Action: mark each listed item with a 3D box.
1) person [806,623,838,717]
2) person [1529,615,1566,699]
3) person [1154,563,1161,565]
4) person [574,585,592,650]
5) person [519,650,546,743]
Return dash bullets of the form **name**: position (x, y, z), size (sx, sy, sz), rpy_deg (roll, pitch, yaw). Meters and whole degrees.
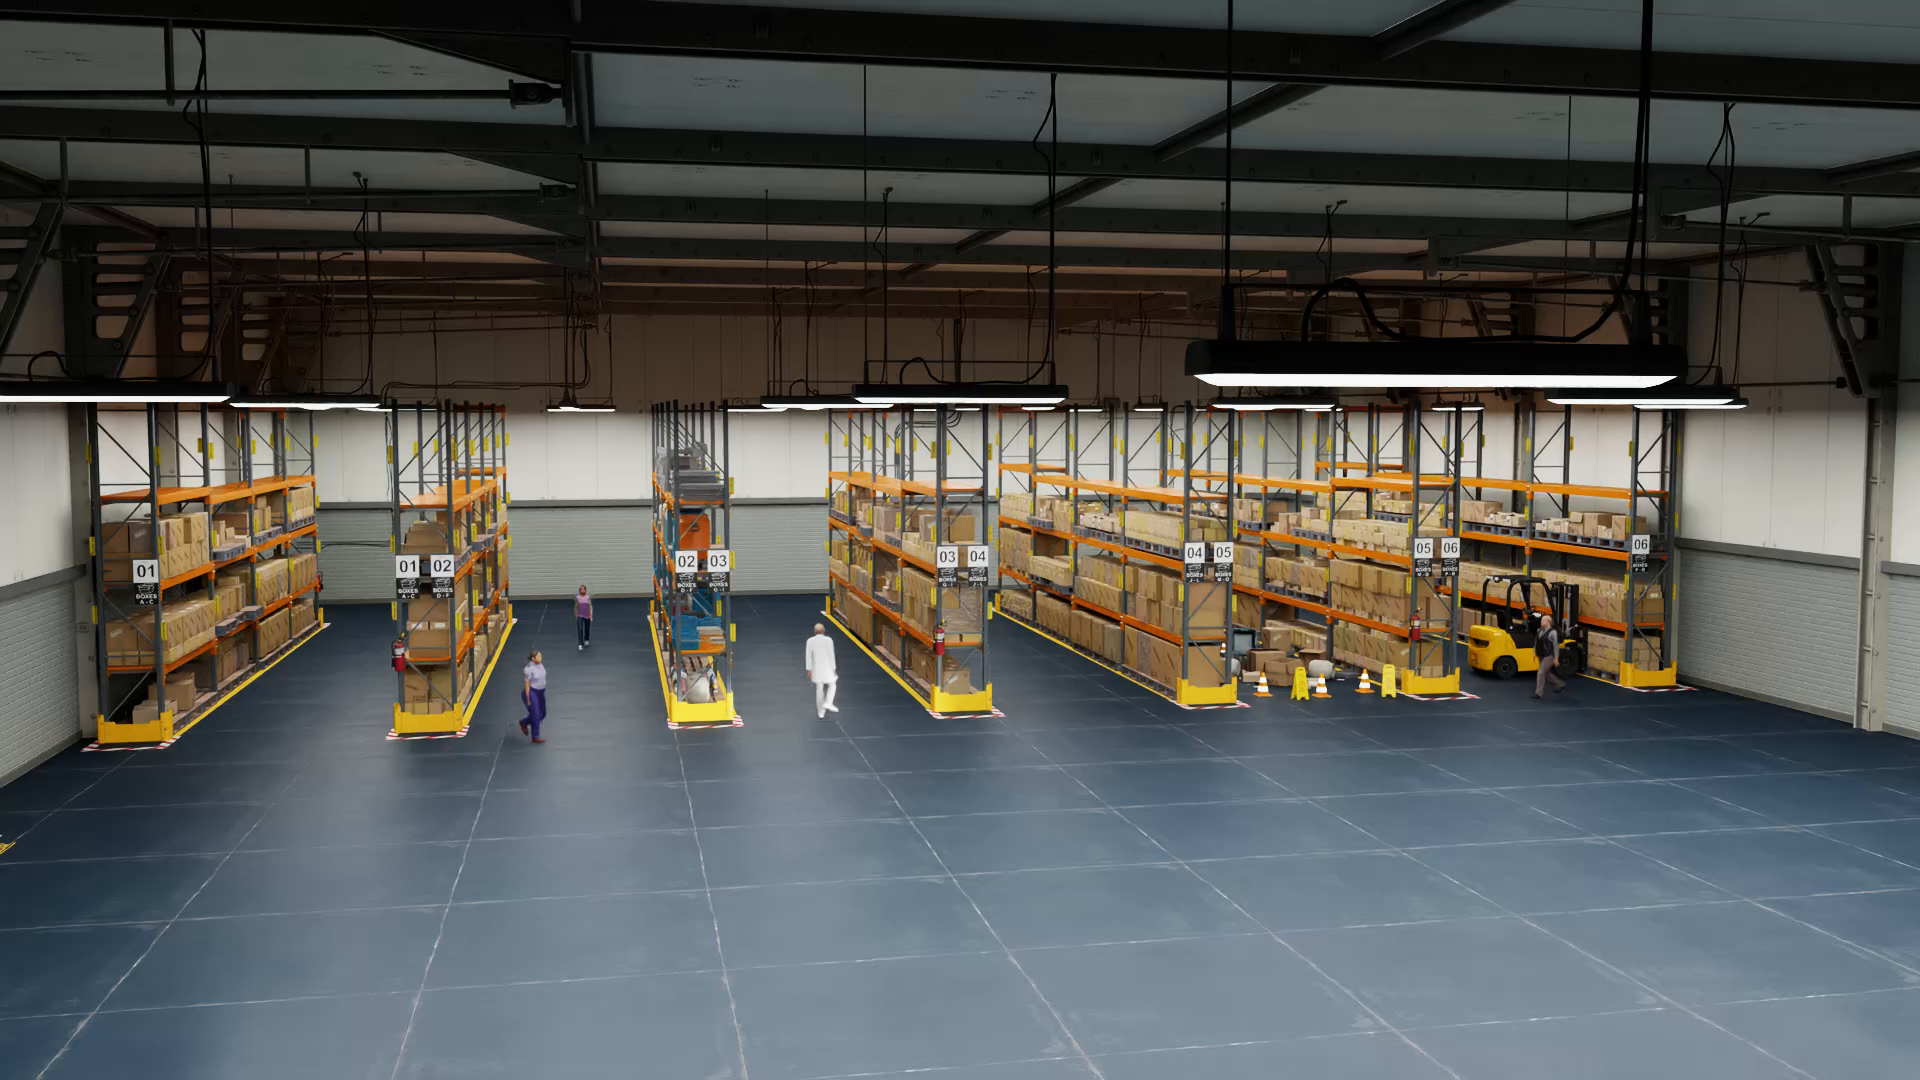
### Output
- **person**: position (-2.616, 2.460, 31.485), size (0.626, 1.769, 0.559), rpy_deg (0, 4, 1)
- **person**: position (11.843, 2.350, 33.518), size (0.964, 1.689, 0.552), rpy_deg (-1, 5, -19)
- **person**: position (5.526, 1.419, 46.014), size (0.443, 1.679, 0.520), rpy_deg (3, 5, 34)
- **person**: position (-9.192, 1.871, 40.578), size (0.444, 1.539, 0.969), rpy_deg (-1, 4, -11)
- **person**: position (-7.487, 2.709, 29.089), size (0.727, 1.613, 0.481), rpy_deg (2, 5, 29)
